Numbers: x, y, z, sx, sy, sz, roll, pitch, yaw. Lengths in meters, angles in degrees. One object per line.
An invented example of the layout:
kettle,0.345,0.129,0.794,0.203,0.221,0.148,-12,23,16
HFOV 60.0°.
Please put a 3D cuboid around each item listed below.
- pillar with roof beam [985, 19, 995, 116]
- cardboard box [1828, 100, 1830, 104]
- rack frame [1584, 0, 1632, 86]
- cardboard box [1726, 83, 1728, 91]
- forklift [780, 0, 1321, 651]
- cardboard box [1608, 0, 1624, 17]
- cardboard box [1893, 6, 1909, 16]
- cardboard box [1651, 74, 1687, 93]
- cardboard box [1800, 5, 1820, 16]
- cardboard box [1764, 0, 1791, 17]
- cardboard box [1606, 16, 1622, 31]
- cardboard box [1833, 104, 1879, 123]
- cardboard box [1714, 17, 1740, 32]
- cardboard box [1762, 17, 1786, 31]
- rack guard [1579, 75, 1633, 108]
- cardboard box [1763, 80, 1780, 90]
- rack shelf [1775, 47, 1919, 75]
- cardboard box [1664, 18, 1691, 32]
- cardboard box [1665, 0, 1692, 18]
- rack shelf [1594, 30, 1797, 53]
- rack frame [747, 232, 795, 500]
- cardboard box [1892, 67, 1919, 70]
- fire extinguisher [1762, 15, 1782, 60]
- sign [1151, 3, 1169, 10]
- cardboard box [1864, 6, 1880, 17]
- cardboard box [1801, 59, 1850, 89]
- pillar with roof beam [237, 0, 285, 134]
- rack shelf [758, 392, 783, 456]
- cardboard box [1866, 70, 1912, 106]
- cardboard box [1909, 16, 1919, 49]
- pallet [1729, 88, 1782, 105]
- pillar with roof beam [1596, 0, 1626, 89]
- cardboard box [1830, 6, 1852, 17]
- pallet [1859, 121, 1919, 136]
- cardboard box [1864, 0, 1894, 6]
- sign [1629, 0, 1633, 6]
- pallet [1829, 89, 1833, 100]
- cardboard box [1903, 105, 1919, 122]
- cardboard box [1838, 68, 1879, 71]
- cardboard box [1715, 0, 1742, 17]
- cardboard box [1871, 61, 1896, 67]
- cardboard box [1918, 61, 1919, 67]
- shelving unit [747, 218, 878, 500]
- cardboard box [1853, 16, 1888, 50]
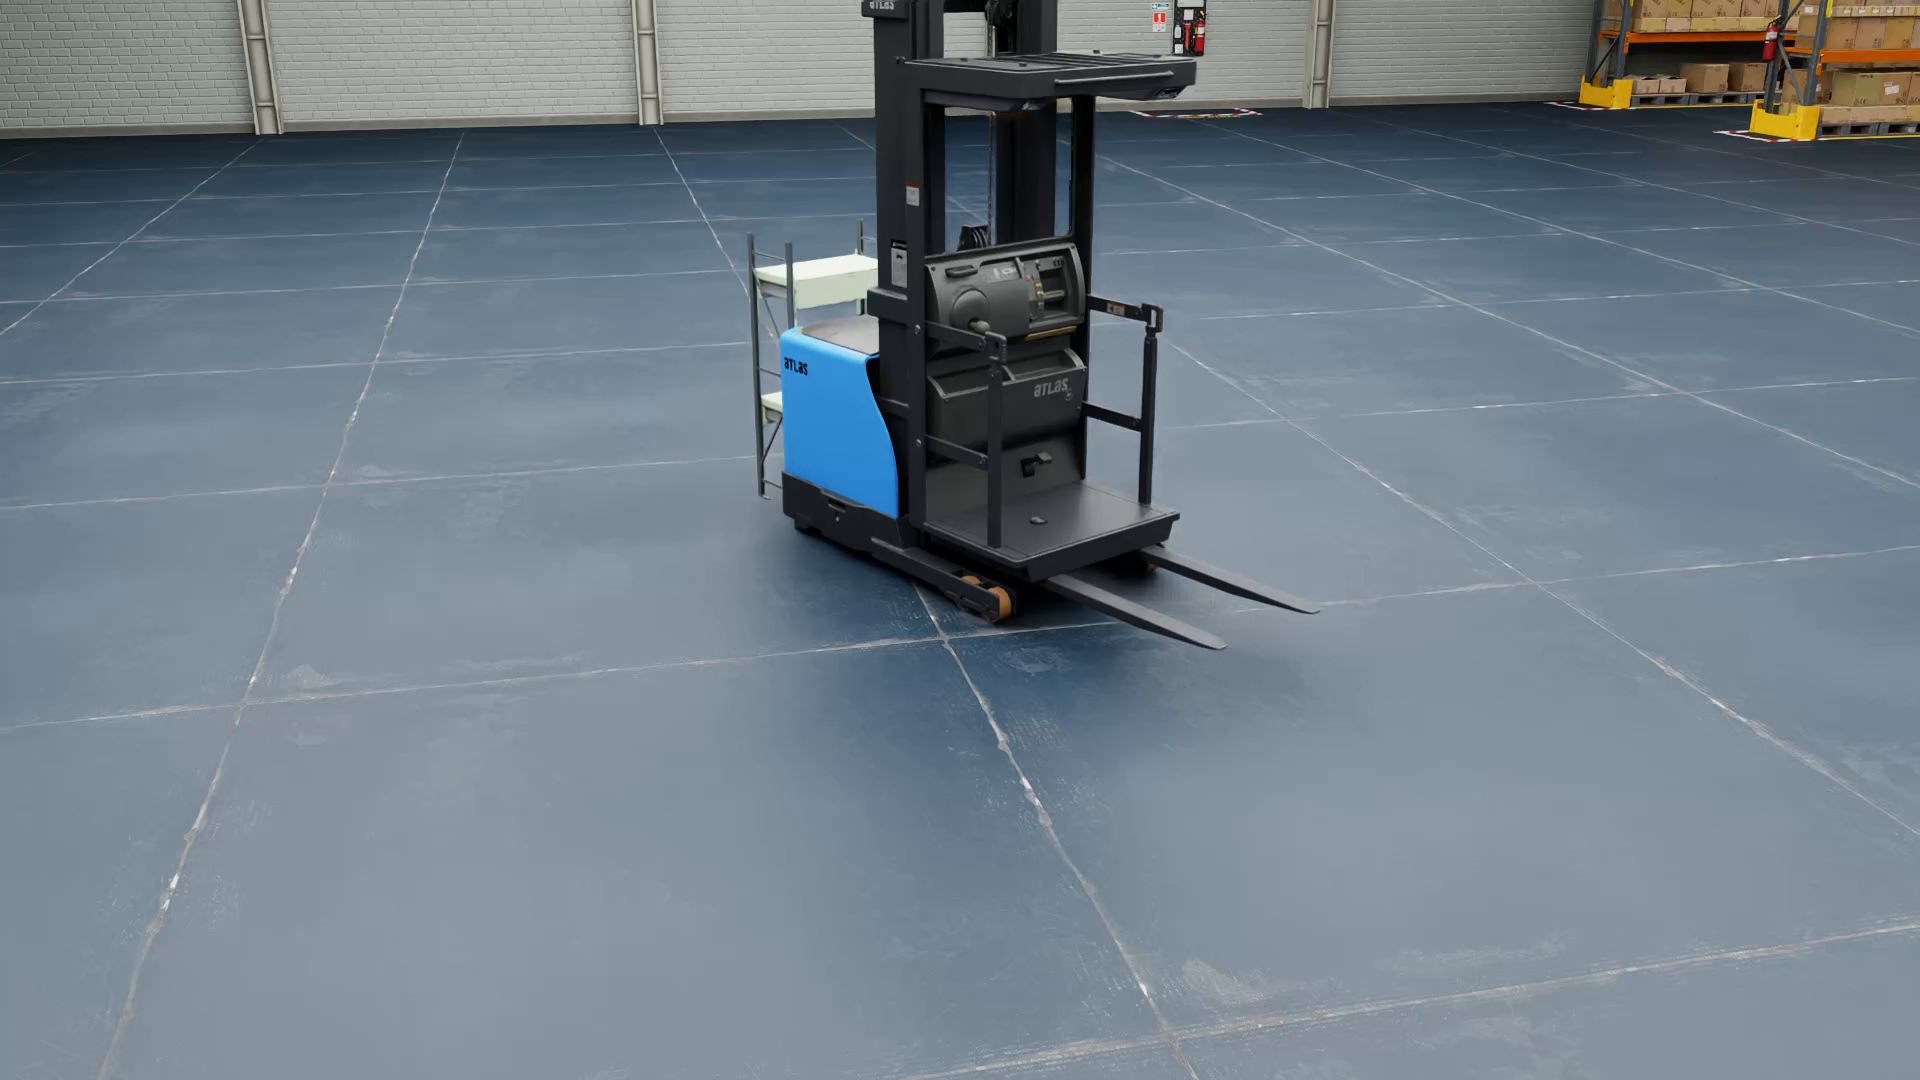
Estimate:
pillar with roof beam,1.654,-10.235,23.673,0.400,9.000,9.100,-5,21,-12
cardboard box,13.940,-6.897,26.670,0.500,0.250,0.500,-5,21,-12
rack frame,11.859,-9.464,30.290,0.127,3.000,1.000,-5,21,-12
cardboard box,14.190,-8.529,31.241,0.250,0.149,0.380,-6,21,-17
forklift,0.367,-1.185,7.788,1.130,2.935,3.031,-16,25,-37
cardboard box,12.269,-9.864,30.479,0.500,0.500,0.500,-5,21,-13
cardboard box,14.438,-8.199,25.748,0.250,0.149,0.380,-5,21,-14
cardboard box,13.108,-8.478,30.867,0.500,0.311,0.500,-3,20,-8
cardboard box,13.330,-8.252,25.892,0.250,0.149,0.380,-5,21,-13
cardboard box,14.878,-9.889,30.550,0.500,0.500,0.500,-5,21,-13
cardboard box,12.269,-9.505,30.590,0.500,0.250,0.500,-4,21,-12
cardboard box,14.061,-6.721,26.189,0.500,0.250,0.500,-5,21,-12
cardboard box,13.898,-9.459,30.464,0.500,0.250,0.500,-4,21,-12
cardboard box,14.874,-9.544,30.697,0.500,0.250,0.500,-5,21,-12
rack guard,11.933,-8.296,30.736,0.348,0.500,1.175,-5,21,-12
cardboard box,15.238,-8.605,31.423,0.250,0.166,0.380,-7,21,-20
rack shelf,14.949,-7.627,26.320,4.000,0.370,1.077,-5,21,-12
cardboard box,12.909,-9.381,30.253,0.500,0.250,0.500,-5,21,-14
cardboard box,12.876,-9.728,30.109,0.500,0.500,0.500,-5,21,-12
rack shelf,13.805,-9.285,30.846,4.000,0.370,1.077,-5,21,-12
rack frame,-1.014,-0.905,9.106,0.023,1.500,0.400,-16,25,-37
cardboard box,15.399,-7.370,26.870,0.500,0.500,0.500,-5,21,-12
fire extinguisher,12.780,-7.916,26.176,0.183,0.674,0.296,-5,21,-12
sign,3.533,-9.405,29.306,0.331,0.109,0.001,-5,21,-12
cardboard box,13.933,-8.158,25.635,0.250,0.149,0.380,-5,21,-12
cardboard box,16.464,-8.877,31.683,0.500,0.500,0.700,-4,20,-11
pillar with roof beam,-10.024,-9.285,21.080,0.400,9.000,9.100,-5,21,-12
rack shelf,-0.733,-0.680,9.437,0.720,0.370,0.431,-16,25,-37
cardboard box,14.545,-7.117,26.178,0.500,0.500,0.500,-5,21,-12
cardboard box,14.966,-8.009,26.173,0.500,0.500,0.700,-4,21,-11
pallet,15.106,-8.406,31.456,1.213,0.211,1.003,-5,21,-12
pillar with roof beam,13.332,-11.185,26.266,0.400,9.000,9.100,-5,21,-12
cardboard box,13.434,-8.117,25.523,0.250,0.149,0.380,-5,21,-13
pallet,14.922,-6.667,26.707,1.213,0.211,1.003,-5,21,-12
cardboard box,14.022,-8.543,25.743,0.500,0.500,0.700,-5,21,-14
sign,11.984,-9.689,29.645,0.005,0.325,0.100,-5,21,-12
pallet,16.509,-8.533,31.803,1.213,0.211,1.003,-5,21,-12
cardboard box,15.036,-6.799,26.400,0.500,0.250,0.500,-5,21,-12
cardboard box,14.426,-7.291,26.653,0.500,0.500,0.500,-5,21,-12
cardboard box,13.880,-9.812,30.338,0.500,0.500,0.500,-4,20,-11
cardboard box,17.461,-8.962,31.913,0.500,0.500,0.700,-4,21,-12
cardboard box,18.427,-9.054,32.164,0.500,0.500,0.700,-5,21,-13
shelving unit,-0.733,-0.986,9.325,0.755,1.500,0.431,-16,25,-37
cardboard box,13.970,-7.929,25.954,0.500,0.500,0.700,-4,21,-11
